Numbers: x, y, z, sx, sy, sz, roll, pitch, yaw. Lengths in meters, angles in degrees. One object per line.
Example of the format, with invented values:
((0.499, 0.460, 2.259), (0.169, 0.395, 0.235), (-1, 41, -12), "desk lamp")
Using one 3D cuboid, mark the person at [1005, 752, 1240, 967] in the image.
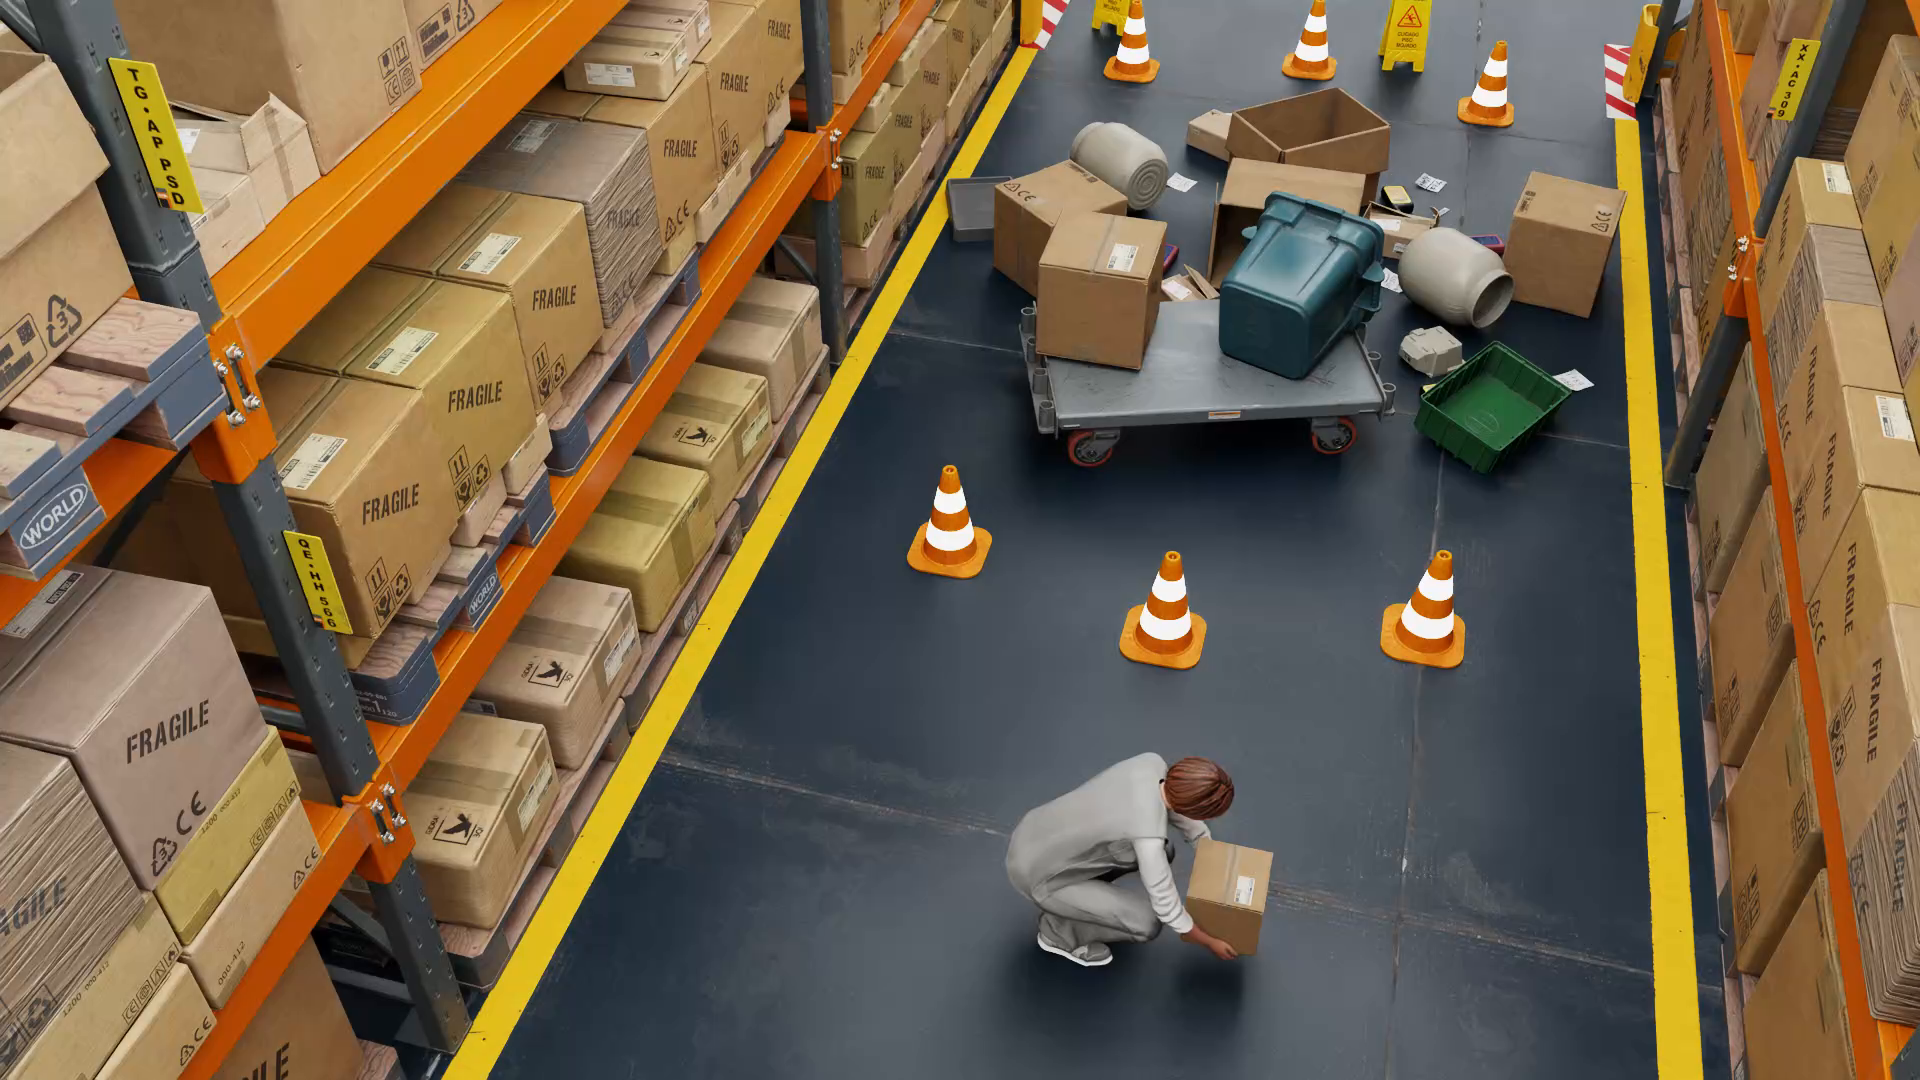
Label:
((0.566, 1.046, 5.533), (0.824, 0.885, 0.434), (10, 42, 11), "person")
